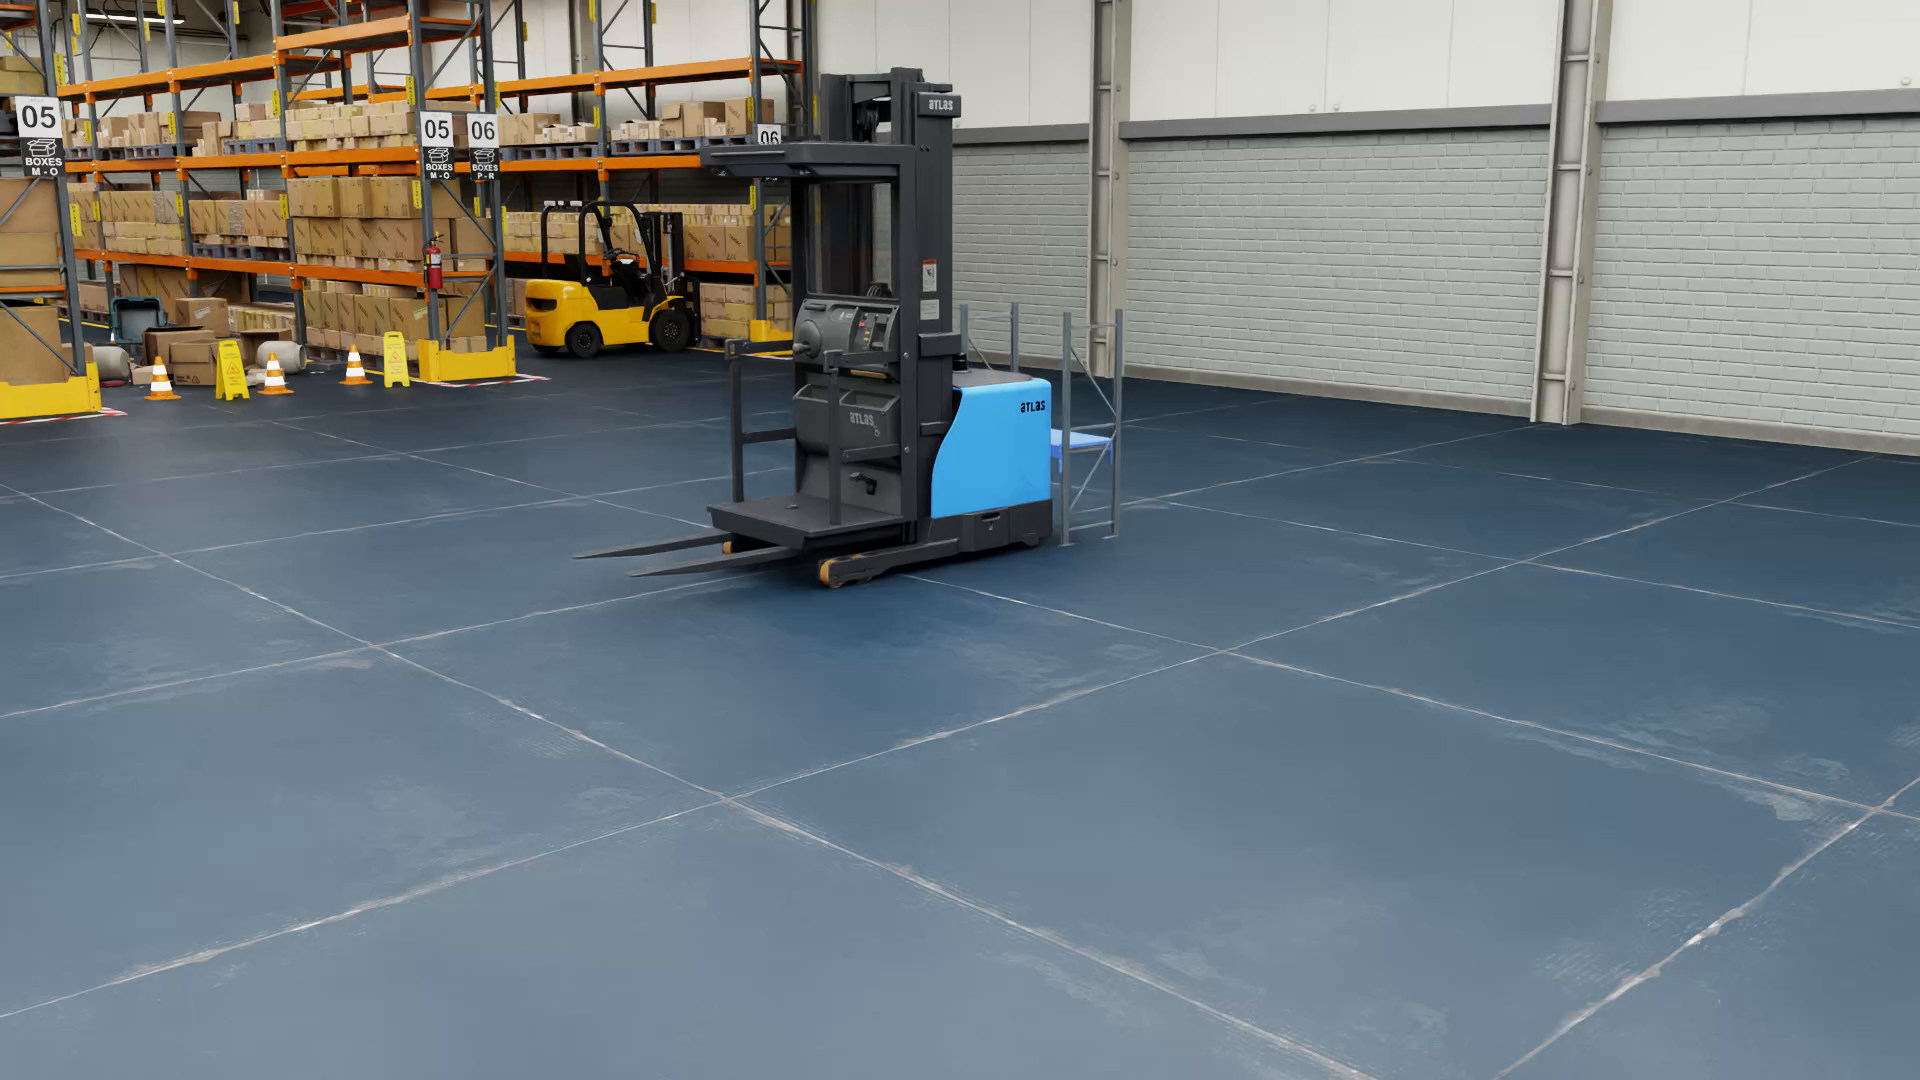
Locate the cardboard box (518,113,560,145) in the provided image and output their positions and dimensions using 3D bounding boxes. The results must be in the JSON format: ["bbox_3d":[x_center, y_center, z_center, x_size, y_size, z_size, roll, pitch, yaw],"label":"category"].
[{"bbox_3d":[-6.989,-6.830,27.661,0.500,0.500,0.500,-10,16,-41],"label":"cardboard box"}]

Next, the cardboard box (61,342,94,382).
[{"bbox_3d":[-10.537,-2.059,19.659,0.500,0.500,0.500,-8,14,-33],"label":"cardboard box"}]

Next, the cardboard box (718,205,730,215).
[{"bbox_3d":[-3.284,-4.780,24.085,0.380,0.149,0.250,-10,16,-41],"label":"cardboard box"}]

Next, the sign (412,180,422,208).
[{"bbox_3d":[-6.494,-4.134,19.889,0.100,0.325,0.005,-11,16,-43],"label":"sign"}]

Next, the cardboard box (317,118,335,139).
[{"bbox_3d":[-8.036,-5.360,21.695,0.500,0.250,0.500,-11,16,-42],"label":"cardboard box"}]

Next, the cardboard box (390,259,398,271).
[{"bbox_3d":[-6.908,-3.450,20.845,0.380,0.149,0.250,-11,16,-44],"label":"cardboard box"}]

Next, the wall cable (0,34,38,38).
[{"bbox_3d":[-20.714,-9.655,35.473,2.355,3.000,0.029,-11,16,-43],"label":"wall cable"}]

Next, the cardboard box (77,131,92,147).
[{"bbox_3d":[-15.038,-6.944,28.794,0.396,0.266,0.258,-10,15,-41],"label":"cardboard box"}]

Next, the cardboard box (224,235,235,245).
[{"bbox_3d":[-10.789,-4.503,24.918,0.380,0.149,0.250,-10,15,-39],"label":"cardboard box"}]

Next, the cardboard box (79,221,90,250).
[{"bbox_3d":[-15.230,-5.393,29.405,0.500,0.500,0.500,11,16,44],"label":"cardboard box"}]

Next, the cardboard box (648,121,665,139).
[{"bbox_3d":[-4.448,-6.161,24.994,0.258,0.266,0.396,11,16,44],"label":"cardboard box"}]

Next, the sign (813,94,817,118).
[{"bbox_3d":[-2.086,-6.191,23.731,0.100,0.325,0.005,-11,16,-43],"label":"sign"}]

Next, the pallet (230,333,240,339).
[{"bbox_3d":[-10.226,-2.996,24.928,1.003,0.211,1.213,-11,16,-43],"label":"pallet"}]

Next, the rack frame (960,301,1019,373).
[{"bbox_3d":[0.202,-0.883,11.481,0.500,1.500,0.032,-9,15,-39],"label":"rack frame"}]

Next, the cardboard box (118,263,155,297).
[{"bbox_3d":[-13.880,-4.323,28.686,0.875,0.875,0.875,-10,15,-41],"label":"cardboard box"}]

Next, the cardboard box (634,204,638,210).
[{"bbox_3d":[-4.820,-5.125,25.761,0.380,0.149,0.250,-11,16,-44],"label":"cardboard box"}]

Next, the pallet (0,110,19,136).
[{"bbox_3d":[-10.109,-4.314,17.204,1.003,0.211,1.213,-11,16,-43],"label":"pallet"}]

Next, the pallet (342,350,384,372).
[{"bbox_3d":[-7.505,-2.433,22.197,1.003,0.211,1.213,-11,16,-43],"label":"pallet"}]

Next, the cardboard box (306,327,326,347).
[{"bbox_3d":[-8.629,-2.805,22.867,0.500,0.250,0.500,11,16,43],"label":"cardboard box"}]

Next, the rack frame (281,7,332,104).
[{"bbox_3d":[-13.541,-9.452,34.487,1.000,3.000,0.127,-11,16,-43],"label":"rack frame"}]

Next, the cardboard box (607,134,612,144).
[{"bbox_3d":[-5.698,-6.514,26.996,0.380,0.149,0.250,-11,16,-43],"label":"cardboard box"}]

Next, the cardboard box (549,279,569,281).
[{"bbox_3d":[-6.673,-4.103,28.237,0.625,0.625,0.875,11,16,43],"label":"cardboard box"}]

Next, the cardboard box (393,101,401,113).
[{"bbox_3d":[-6.676,-5.274,20.289,0.380,0.149,0.250,-11,16,-42],"label":"cardboard box"}]

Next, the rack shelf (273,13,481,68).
[{"bbox_3d":[-7.460,-6.362,21.283,1.077,0.370,4.000,-11,16,-43],"label":"rack shelf"}]

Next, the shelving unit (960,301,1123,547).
[{"bbox_3d":[0.525,-0.804,11.097,0.538,1.500,1.048,-9,15,-39],"label":"shelving unit"}]

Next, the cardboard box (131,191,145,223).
[{"bbox_3d":[-13.192,-5.453,27.222,0.500,0.500,0.500,-11,16,-43],"label":"cardboard box"}]

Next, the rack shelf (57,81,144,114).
[{"bbox_3d":[-15.747,-7.919,29.823,1.077,0.370,4.000,-11,16,-43],"label":"rack shelf"}]

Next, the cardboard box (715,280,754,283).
[{"bbox_3d":[-3.372,-3.770,25.074,0.500,0.250,0.500,-11,16,-43],"label":"cardboard box"}]

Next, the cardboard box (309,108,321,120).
[{"bbox_3d":[-8.321,-5.599,21.869,0.380,0.149,0.250,-11,16,-43],"label":"cardboard box"}]

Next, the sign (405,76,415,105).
[{"bbox_3d":[-6.494,-5.314,19.645,0.100,0.325,0.005,-11,16,-43],"label":"sign"}]

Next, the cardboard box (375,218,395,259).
[{"bbox_3d":[-6.995,-3.795,20.914,0.500,0.500,0.500,-11,16,-42],"label":"cardboard box"}]

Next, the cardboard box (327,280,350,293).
[{"bbox_3d":[-8.230,-3.389,22.234,0.380,0.149,0.250,-10,15,-40],"label":"cardboard box"}]

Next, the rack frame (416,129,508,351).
[{"bbox_3d":[-6.079,-3.486,20.399,1.000,3.000,0.127,-11,16,-43],"label":"rack frame"}]

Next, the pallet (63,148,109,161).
[{"bbox_3d":[-15.761,-6.962,30.056,1.003,0.211,1.213,-11,16,-43],"label":"pallet"}]

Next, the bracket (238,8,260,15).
[{"bbox_3d":[-17.224,-12.153,38.677,0.076,0.066,5.218,-11,16,-43],"label":"bracket"}]

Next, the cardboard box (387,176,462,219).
[{"bbox_3d":[-6.589,-4.215,20.472,0.500,0.500,0.700,11,16,44],"label":"cardboard box"}]

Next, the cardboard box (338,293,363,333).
[{"bbox_3d":[-7.894,-3.020,22.051,0.500,0.500,0.500,-10,15,-40],"label":"cardboard box"}]

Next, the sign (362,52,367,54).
[{"bbox_3d":[-11.183,-9.291,31.198,0.100,0.325,0.005,-11,16,-43],"label":"sign"}]

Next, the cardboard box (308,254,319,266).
[{"bbox_3d":[-8.644,-3.827,22.674,0.380,0.149,0.250,-10,15,-41],"label":"cardboard box"}]

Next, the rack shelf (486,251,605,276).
[{"bbox_3d":[-6.635,-4.702,28.081,1.077,0.370,4.000,-11,16,-43],"label":"rack shelf"}]

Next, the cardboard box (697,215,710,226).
[{"bbox_3d":[-3.648,-4.706,24.466,0.250,0.149,0.380,11,16,43],"label":"cardboard box"}]

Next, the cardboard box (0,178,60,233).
[{"bbox_3d":[-9.817,-3.443,17.144,0.875,0.550,0.550,-11,16,-43],"label":"cardboard box"}]

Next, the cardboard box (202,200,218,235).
[{"bbox_3d":[-11.095,-4.881,25.143,0.500,0.500,0.500,-10,15,-40],"label":"cardboard box"}]

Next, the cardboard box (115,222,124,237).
[{"bbox_3d":[-13.885,-5.233,28.011,0.500,0.250,0.500,-11,16,-42],"label":"cardboard box"}]

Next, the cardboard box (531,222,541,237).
[{"bbox_3d":[-6.822,-5.195,27.827,0.500,0.250,0.500,-11,16,-42],"label":"cardboard box"}]

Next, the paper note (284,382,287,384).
[{"bbox_3d":[-8.171,-1.893,20.022,0.142,0.019,0.148,6,13,26],"label":"paper note"}]

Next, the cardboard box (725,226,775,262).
[{"bbox_3d":[-3.021,-4.263,23.920,0.500,0.500,0.500,-11,16,-44],"label":"cardboard box"}]

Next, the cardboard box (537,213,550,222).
[{"bbox_3d":[-6.793,-5.358,27.629,0.250,0.149,0.380,11,16,44],"label":"cardboard box"}]

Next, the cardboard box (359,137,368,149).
[{"bbox_3d":[-7.392,-5.036,21.111,0.250,0.149,0.380,11,16,44],"label":"cardboard box"}]

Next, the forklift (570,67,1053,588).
[{"bbox_3d":[-0.843,-1.278,9.853,3.031,2.935,1.130,-10,15,-40],"label":"forklift"}]

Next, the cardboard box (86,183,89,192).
[{"bbox_3d":[-15.077,-6.186,29.169,0.380,0.149,0.250,-11,16,-42],"label":"cardboard box"}]

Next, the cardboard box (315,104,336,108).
[{"bbox_3d":[-9.306,-6.129,23.883,0.500,0.250,0.500,-11,16,-44],"label":"cardboard box"}]

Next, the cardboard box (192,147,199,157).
[{"bbox_3d":[-11.509,-5.930,25.450,0.380,0.149,0.250,-11,16,-43],"label":"cardboard box"}]
